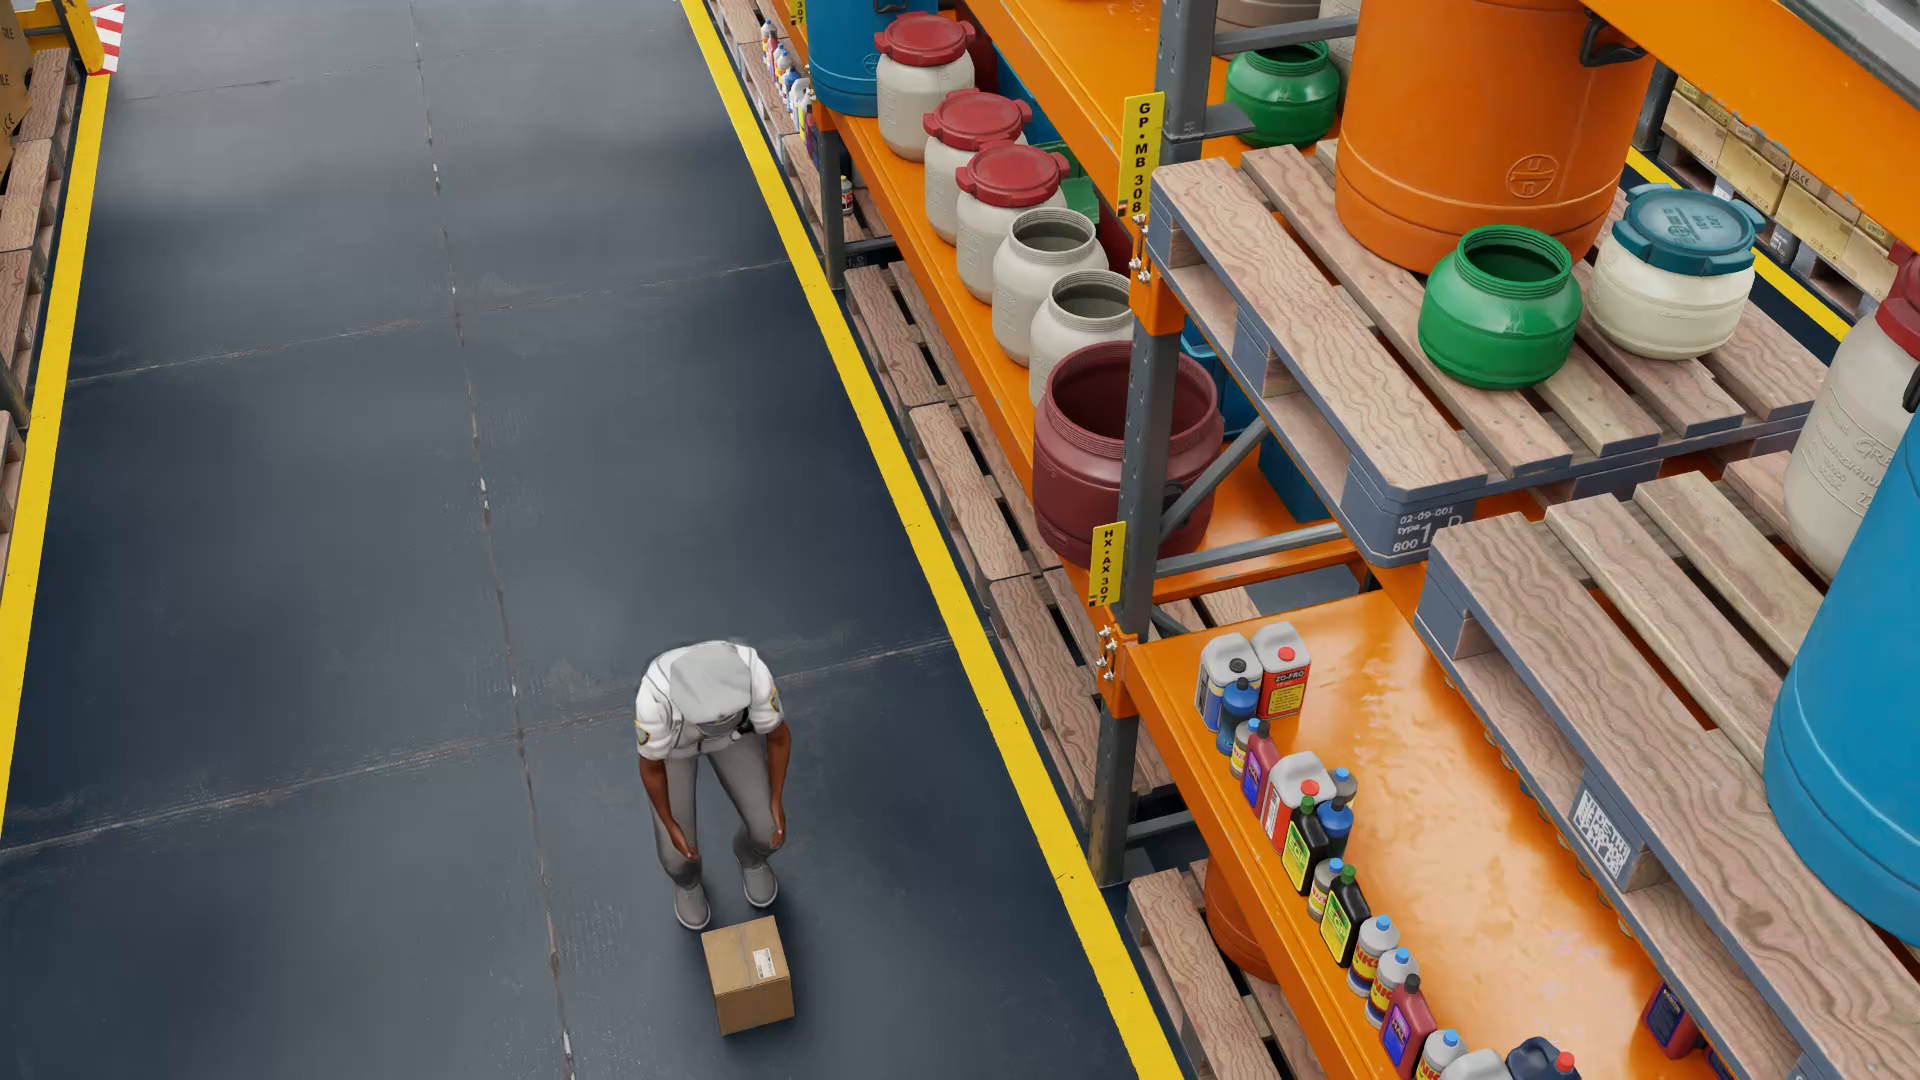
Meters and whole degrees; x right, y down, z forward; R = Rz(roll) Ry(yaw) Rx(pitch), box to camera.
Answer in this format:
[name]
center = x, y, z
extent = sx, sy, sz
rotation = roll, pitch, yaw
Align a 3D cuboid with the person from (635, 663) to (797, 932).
[person]
center = -0.802, 0.811, 5.548
extent = 0.496, 1.303, 0.756
rotation = -12, 44, -13
